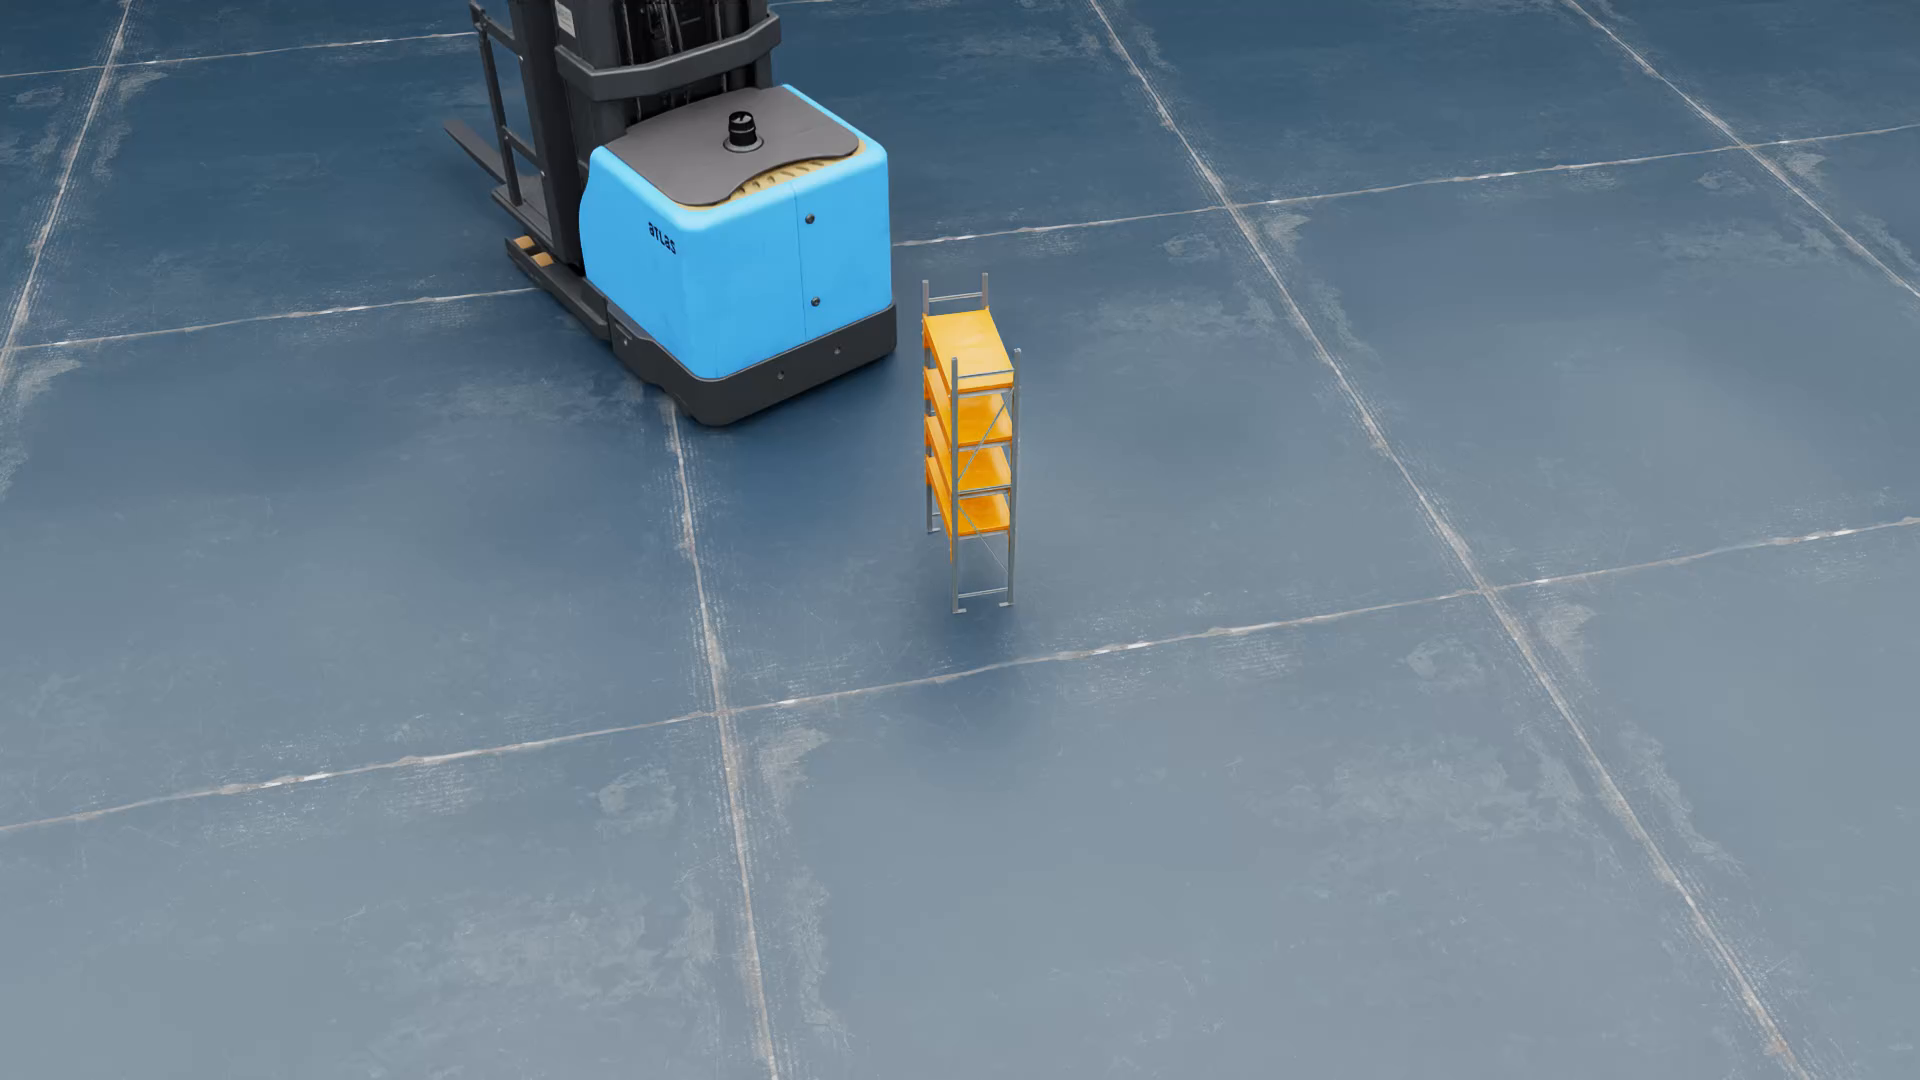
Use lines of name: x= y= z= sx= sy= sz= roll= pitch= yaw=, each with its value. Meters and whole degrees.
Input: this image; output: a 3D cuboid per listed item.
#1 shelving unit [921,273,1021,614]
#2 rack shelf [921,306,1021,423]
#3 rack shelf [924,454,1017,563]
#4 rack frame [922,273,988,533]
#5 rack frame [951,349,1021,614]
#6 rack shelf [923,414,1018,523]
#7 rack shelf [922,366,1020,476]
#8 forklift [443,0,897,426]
shelving unit: x=0.036 y=-0.341 z=6.231 sx=0.258 sy=1.200 sz=0.503 roll=-8 pitch=42 yaw=-9
rack shelf: x=0.036 y=-0.635 z=5.970 sx=0.258 sy=0.148 sz=0.480 roll=-8 pitch=42 yaw=-9
rack shelf: x=0.036 y=-0.143 z=6.407 sx=0.258 sy=0.148 sz=0.480 roll=-8 pitch=42 yaw=-9
rack frame: x=-0.017 y=-0.500 z=6.409 sx=0.240 sy=1.200 sz=0.015 roll=-8 pitch=42 yaw=-9
rack frame: x=0.088 y=-0.183 z=6.053 sx=0.240 sy=1.200 sz=0.015 roll=-8 pitch=42 yaw=-9
rack shelf: x=0.036 y=-0.291 z=6.275 sx=0.258 sy=0.148 sz=0.480 roll=-8 pitch=42 yaw=-9
rack shelf: x=0.036 y=-0.458 z=6.127 sx=0.258 sy=0.148 sz=0.480 roll=-8 pitch=42 yaw=-9
forklift: x=-1.589 y=-2.515 z=7.376 sx=1.130 sy=2.935 sz=3.031 roll=-27 pitch=48 yaw=-27
